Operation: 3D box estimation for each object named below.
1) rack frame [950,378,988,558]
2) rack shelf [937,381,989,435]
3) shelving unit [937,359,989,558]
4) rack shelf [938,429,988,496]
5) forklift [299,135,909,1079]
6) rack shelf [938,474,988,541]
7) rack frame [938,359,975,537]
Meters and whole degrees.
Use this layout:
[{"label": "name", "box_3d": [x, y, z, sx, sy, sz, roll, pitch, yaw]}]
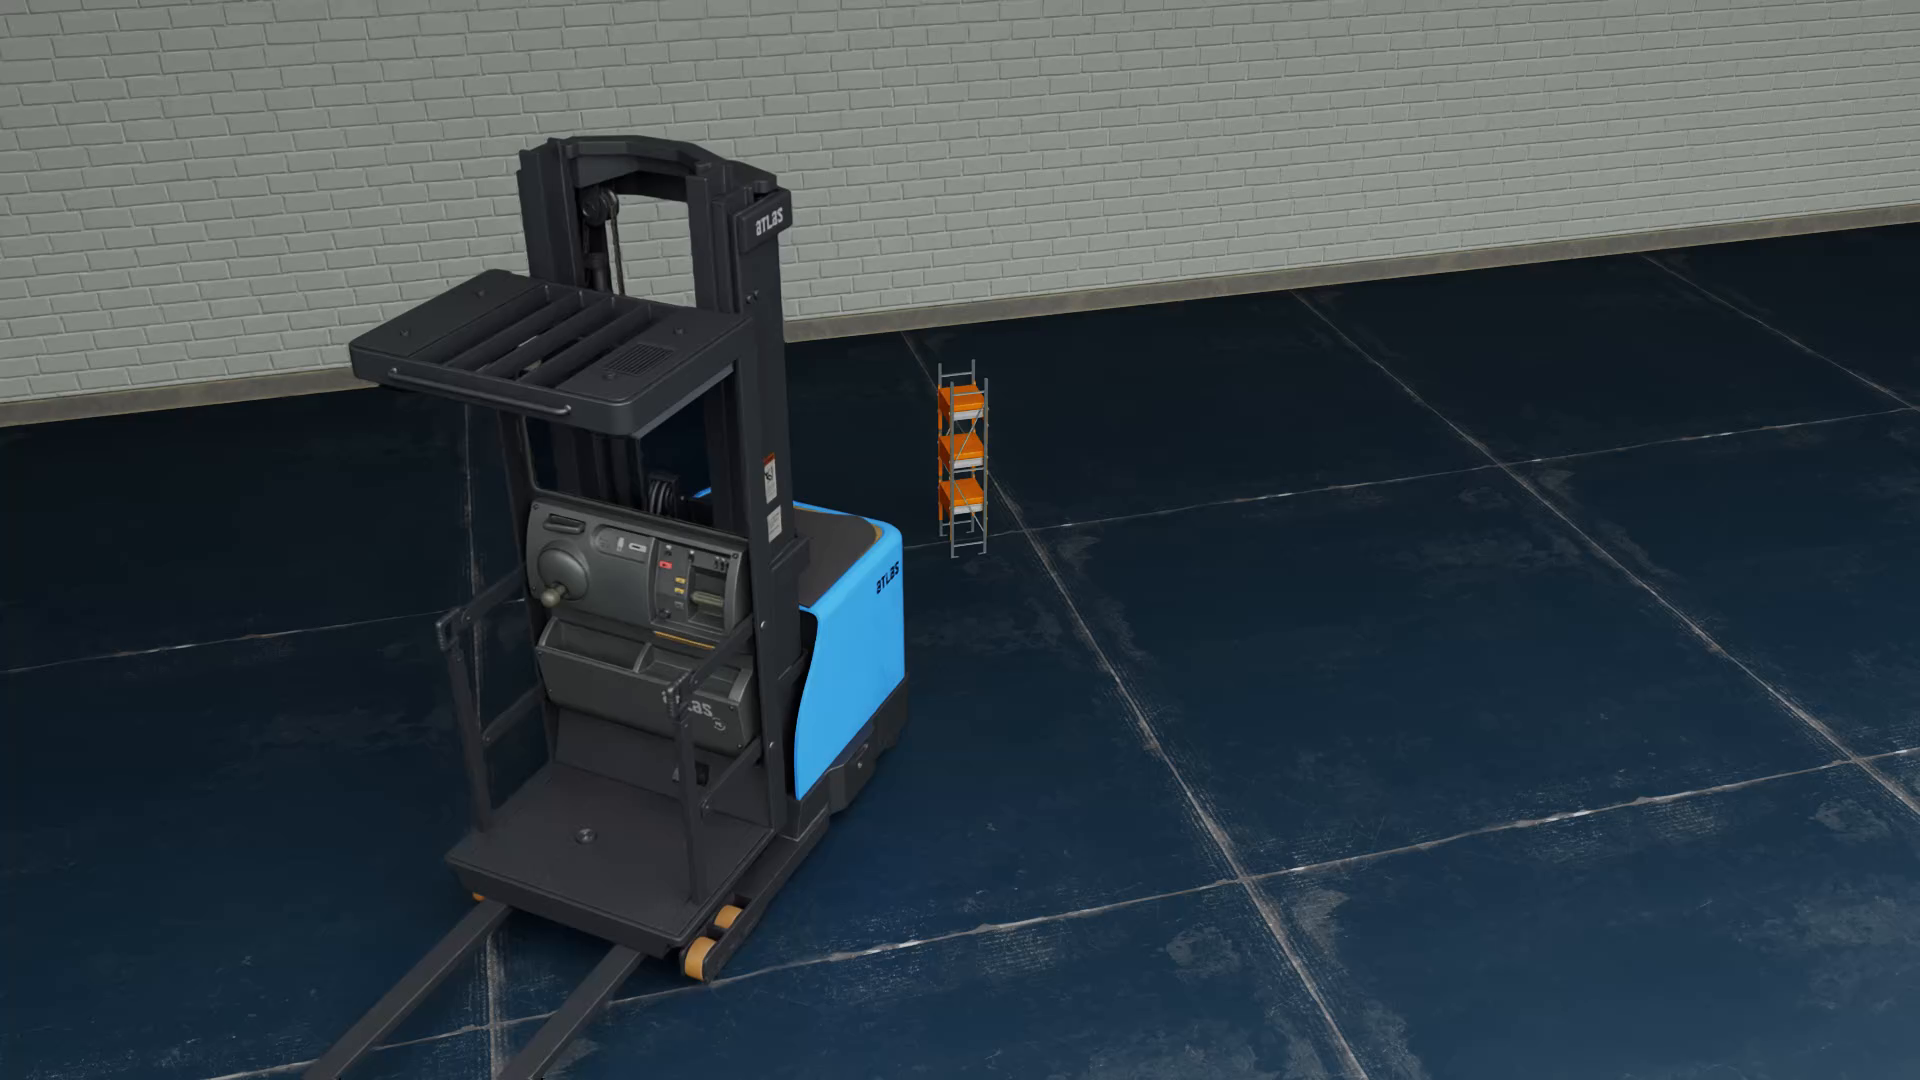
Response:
[{"label": "rack frame", "box_3d": [0.047, -0.370, 8.841, 0.200, 1.050, 0.008, -8, 31, -13]}, {"label": "rack shelf", "box_3d": [0.014, -0.665, 8.806, 0.215, 0.259, 0.240, -8, 31, -13]}, {"label": "shelving unit", "box_3d": [0.014, -0.429, 8.942, 0.215, 1.050, 0.252, -8, 31, -13]}, {"label": "rack shelf", "box_3d": [0.014, -0.419, 8.948, 0.215, 0.259, 0.240, -8, 31, -13]}, {"label": "forklift", "box_3d": [-1.309, 0.165, 6.039, 1.130, 2.935, 3.031, 13, 32, 21]}, {"label": "rack shelf", "box_3d": [0.014, -0.179, 9.087, 0.215, 0.259, 0.240, -8, 31, -13]}, {"label": "rack frame", "box_3d": [-0.018, -0.487, 9.044, 0.200, 1.050, 0.008, -8, 31, -13]}]
